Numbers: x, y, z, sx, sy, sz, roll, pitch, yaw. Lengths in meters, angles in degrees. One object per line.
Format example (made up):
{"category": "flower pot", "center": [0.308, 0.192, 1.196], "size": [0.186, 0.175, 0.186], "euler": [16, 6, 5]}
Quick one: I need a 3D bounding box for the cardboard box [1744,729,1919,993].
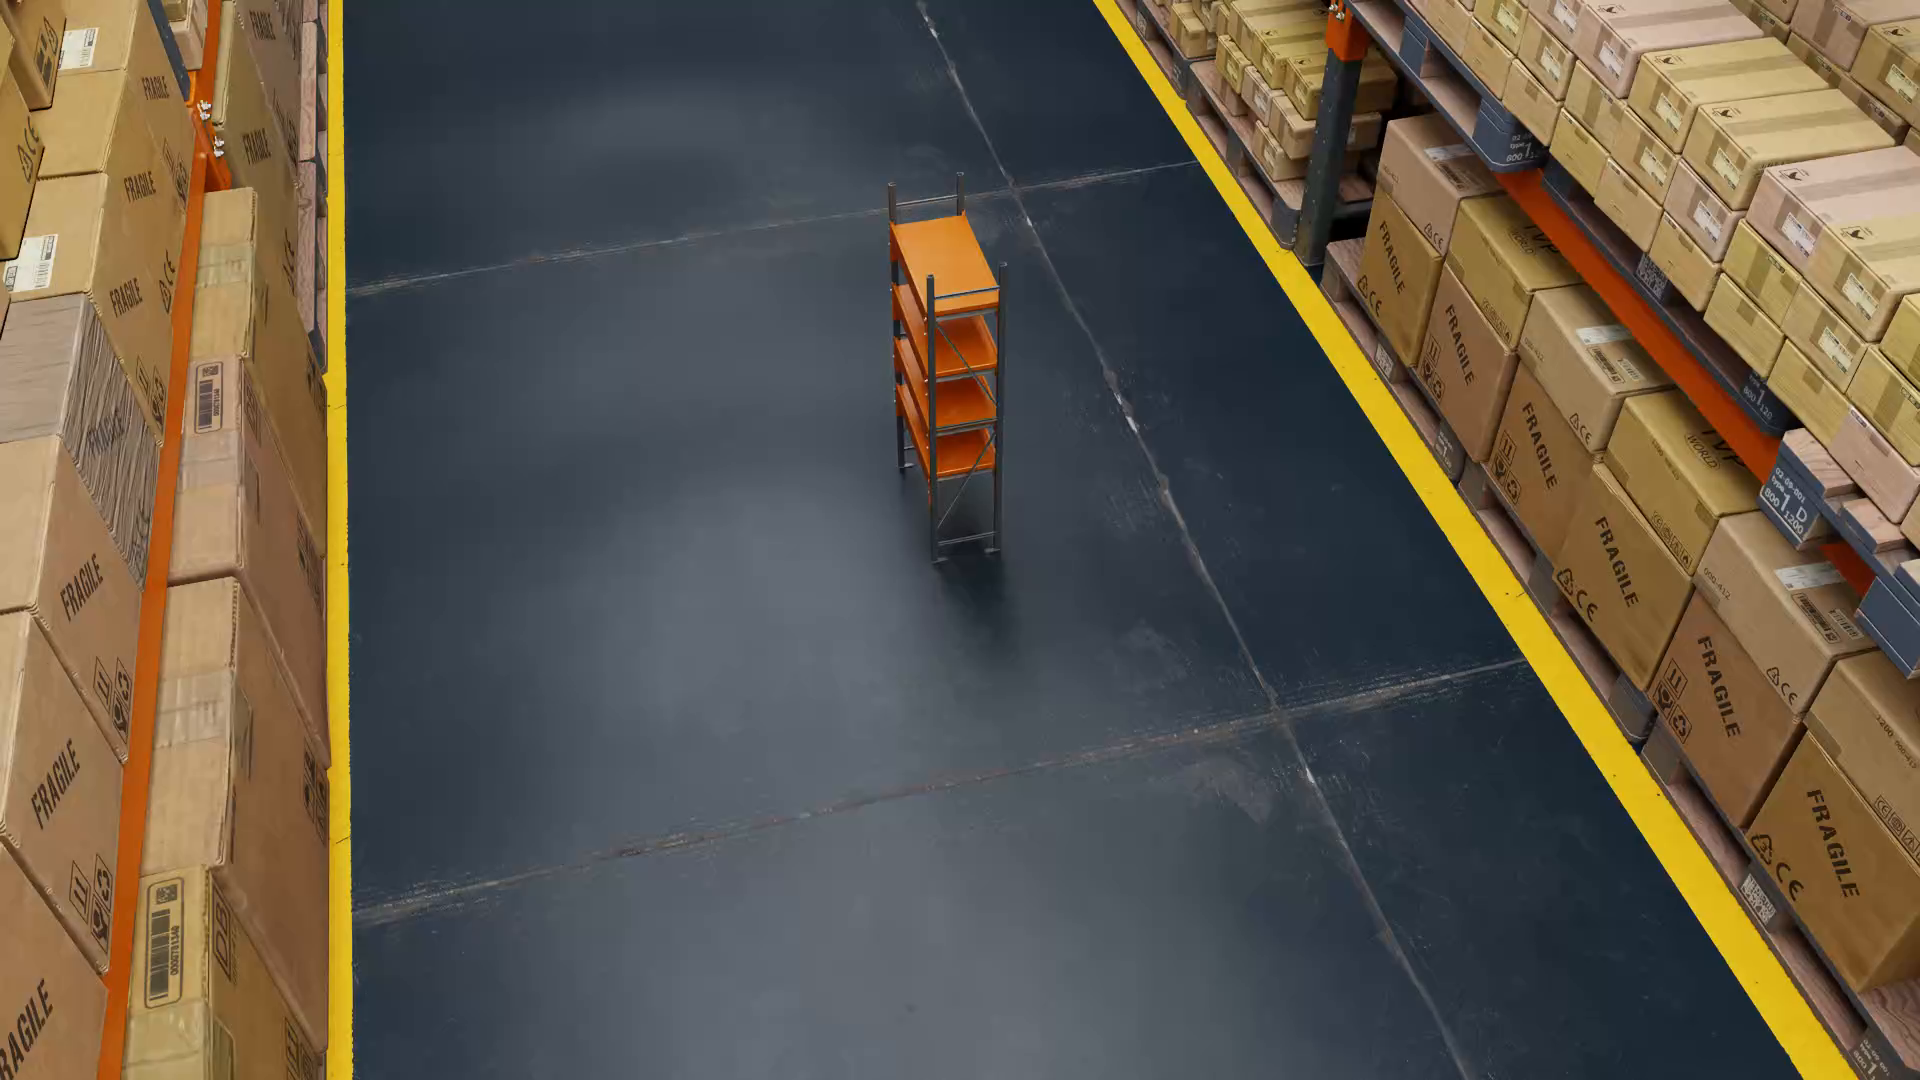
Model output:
{"category": "cardboard box", "center": [2.487, 0.784, 4.338], "size": [0.500, 0.500, 0.500], "euler": [-11, 47, -11]}

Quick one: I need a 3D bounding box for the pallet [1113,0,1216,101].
{"category": "pallet", "center": [1.362, -2.624, 8.174], "size": [1.003, 0.211, 1.213], "euler": [-11, 47, -10]}

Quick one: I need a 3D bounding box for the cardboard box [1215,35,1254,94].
{"category": "cardboard box", "center": [1.330, -2.078, 7.180], "size": [0.380, 0.149, 0.250], "euler": [-12, 47, -12]}

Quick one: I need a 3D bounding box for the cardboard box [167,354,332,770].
{"category": "cardboard box", "center": [-2.523, 0.190, 4.657], "size": [1.225, 0.875, 0.875], "euler": [-12, 47, -12]}

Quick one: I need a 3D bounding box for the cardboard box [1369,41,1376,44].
{"category": "cardboard box", "center": [1.852, -2.181, 7.281], "size": [0.380, 0.149, 0.250], "euler": [-11, 47, -11]}

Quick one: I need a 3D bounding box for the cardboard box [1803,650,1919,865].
{"category": "cardboard box", "center": [2.480, 0.504, 4.087], "size": [0.500, 0.250, 0.500], "euler": [-12, 47, -11]}

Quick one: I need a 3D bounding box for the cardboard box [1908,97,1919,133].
{"category": "cardboard box", "center": [2.639, -1.066, 4.160], "size": [0.380, 0.149, 0.250], "euler": [-9, 46, -9]}

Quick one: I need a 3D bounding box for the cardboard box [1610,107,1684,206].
{"category": "cardboard box", "center": [1.943, -1.027, 4.329], "size": [0.380, 0.149, 0.250], "euler": [-12, 47, -11]}

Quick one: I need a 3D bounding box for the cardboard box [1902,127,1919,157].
{"category": "cardboard box", "center": [2.648, -0.960, 4.264], "size": [0.380, 0.149, 0.250], "euler": [-11, 47, -11]}

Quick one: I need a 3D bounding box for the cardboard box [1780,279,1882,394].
{"category": "cardboard box", "center": [2.138, -0.496, 3.810], "size": [0.380, 0.149, 0.250], "euler": [-11, 47, -10]}

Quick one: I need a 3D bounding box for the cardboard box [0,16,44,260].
{"category": "cardboard box", "center": [-2.600, -0.932, 3.791], "size": [0.797, 0.503, 0.637], "euler": [-10, 46, -10]}

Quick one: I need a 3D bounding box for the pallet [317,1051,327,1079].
{"category": "pallet", "center": [-2.041, 1.718, 3.919], "size": [1.003, 0.211, 1.213], "euler": [-11, 47, -10]}

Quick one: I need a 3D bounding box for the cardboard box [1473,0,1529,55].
{"category": "cardboard box", "center": [1.743, -1.570, 4.862], "size": [0.380, 0.149, 0.250], "euler": [-13, 47, -12]}

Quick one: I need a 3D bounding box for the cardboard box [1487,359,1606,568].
{"category": "cardboard box", "center": [2.101, -0.288, 5.388], "size": [0.500, 0.500, 0.500], "euler": [-10, 46, -10]}

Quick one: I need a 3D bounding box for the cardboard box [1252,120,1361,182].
{"category": "cardboard box", "center": [1.455, -1.657, 6.975], "size": [0.380, 0.149, 0.250], "euler": [-10, 46, -10]}

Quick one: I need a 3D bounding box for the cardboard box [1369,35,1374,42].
{"category": "cardboard box", "center": [1.871, -2.299, 7.188], "size": [0.380, 0.149, 0.250], "euler": [-11, 47, -11]}

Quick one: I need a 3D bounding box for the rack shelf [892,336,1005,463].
{"category": "rack shelf", "center": [-0.042, -0.487, 5.482], "size": [0.258, 0.148, 0.480], "euler": [-11, 47, -10]}

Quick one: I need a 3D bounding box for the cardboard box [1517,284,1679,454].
{"category": "cardboard box", "center": [2.083, -0.555, 5.125], "size": [0.500, 0.250, 0.500], "euler": [-9, 46, -9]}

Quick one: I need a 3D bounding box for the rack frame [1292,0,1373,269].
{"category": "rack frame", "center": [1.884, -2.299, 5.903], "size": [1.000, 3.000, 0.127], "euler": [-11, 47, -10]}

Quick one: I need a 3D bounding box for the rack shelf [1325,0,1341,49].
{"category": "rack shelf", "center": [1.372, -3.428, 7.513], "size": [1.077, 0.370, 4.000], "euler": [-11, 47, -10]}

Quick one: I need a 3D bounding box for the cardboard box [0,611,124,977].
{"category": "cardboard box", "center": [-1.908, 0.524, 3.066], "size": [0.500, 0.500, 0.500], "euler": [-12, 47, -11]}

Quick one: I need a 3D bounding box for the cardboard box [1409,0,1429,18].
{"category": "cardboard box", "center": [1.617, -1.812, 5.307], "size": [0.380, 0.149, 0.250], "euler": [-10, 46, -10]}

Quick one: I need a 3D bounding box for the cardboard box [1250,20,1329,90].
{"category": "cardboard box", "center": [1.438, -2.023, 6.918], "size": [0.380, 0.149, 0.250], "euler": [-10, 46, -10]}

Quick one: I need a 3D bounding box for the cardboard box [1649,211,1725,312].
{"category": "cardboard box", "center": [2.015, -0.739, 4.256], "size": [0.380, 0.149, 0.250], "euler": [-9, 46, -9]}

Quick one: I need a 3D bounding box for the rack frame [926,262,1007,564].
{"category": "rack frame", "center": [0.020, -0.366, 5.268], "size": [0.240, 1.200, 0.015], "euler": [-11, 47, -10]}

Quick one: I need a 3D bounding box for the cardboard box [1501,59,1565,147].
{"category": "cardboard box", "center": [1.806, -1.289, 4.795], "size": [0.380, 0.149, 0.250], "euler": [-13, 47, -12]}

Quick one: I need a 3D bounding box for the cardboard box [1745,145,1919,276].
{"category": "cardboard box", "center": [2.083, -0.765, 3.865], "size": [0.380, 0.149, 0.250], "euler": [-11, 47, -10]}

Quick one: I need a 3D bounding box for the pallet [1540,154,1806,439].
{"category": "pallet", "center": [2.362, -0.829, 4.597], "size": [1.003, 0.211, 1.213], "euler": [-11, 47, -10]}

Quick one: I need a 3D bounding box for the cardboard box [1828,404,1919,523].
{"category": "cardboard box", "center": [2.210, -0.202, 3.730], "size": [0.380, 0.149, 0.250], "euler": [-10, 46, -10]}

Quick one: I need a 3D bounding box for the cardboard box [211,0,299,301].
{"category": "cardboard box", "center": [-3.028, -1.335, 6.152], "size": [0.875, 0.875, 0.875], "euler": [-11, 47, -10]}

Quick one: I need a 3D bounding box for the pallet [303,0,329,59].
{"category": "pallet", "center": [-3.680, -2.710, 8.258], "size": [1.003, 0.211, 1.213], "euler": [-11, 47, -10]}

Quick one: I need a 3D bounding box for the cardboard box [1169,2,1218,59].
{"category": "cardboard box", "center": [1.190, -2.371, 7.676], "size": [0.380, 0.149, 0.250], "euler": [-11, 47, -10]}

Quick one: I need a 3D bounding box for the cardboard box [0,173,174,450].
{"category": "cardboard box", "center": [-2.292, -0.521, 4.091], "size": [0.500, 0.500, 0.500], "euler": [-11, 47, -11]}

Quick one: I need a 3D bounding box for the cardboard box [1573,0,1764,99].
{"category": "cardboard box", "center": [1.873, -1.318, 4.406], "size": [0.380, 0.149, 0.250], "euler": [-9, 46, -9]}

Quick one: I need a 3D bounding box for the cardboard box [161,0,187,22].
{"category": "cardboard box", "center": [-2.803, -1.886, 5.395], "size": [0.500, 0.250, 0.500], "euler": [-11, 47, -11]}

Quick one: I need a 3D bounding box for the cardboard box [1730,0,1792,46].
{"category": "cardboard box", "center": [2.446, -1.502, 4.795], "size": [0.380, 0.149, 0.250], "euler": [-13, 47, -12]}

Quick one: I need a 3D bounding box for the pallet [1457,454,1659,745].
{"category": "pallet", "center": [2.401, 0.058, 5.545], "size": [1.003, 0.211, 1.213], "euler": [-11, 47, -10]}

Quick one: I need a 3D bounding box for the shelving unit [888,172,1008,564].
{"category": "shelving unit", "center": [-0.042, -0.534, 5.433], "size": [0.258, 1.200, 0.503], "euler": [-11, 47, -10]}

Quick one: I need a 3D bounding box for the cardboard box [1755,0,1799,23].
{"category": "cardboard box", "center": [2.437, -1.609, 4.692], "size": [0.380, 0.149, 0.250], "euler": [-12, 47, -12]}

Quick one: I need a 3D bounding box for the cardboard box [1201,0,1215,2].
{"category": "cardboard box", "center": [1.218, -2.558, 7.442], "size": [0.380, 0.149, 0.250], "euler": [-13, 47, -12]}
